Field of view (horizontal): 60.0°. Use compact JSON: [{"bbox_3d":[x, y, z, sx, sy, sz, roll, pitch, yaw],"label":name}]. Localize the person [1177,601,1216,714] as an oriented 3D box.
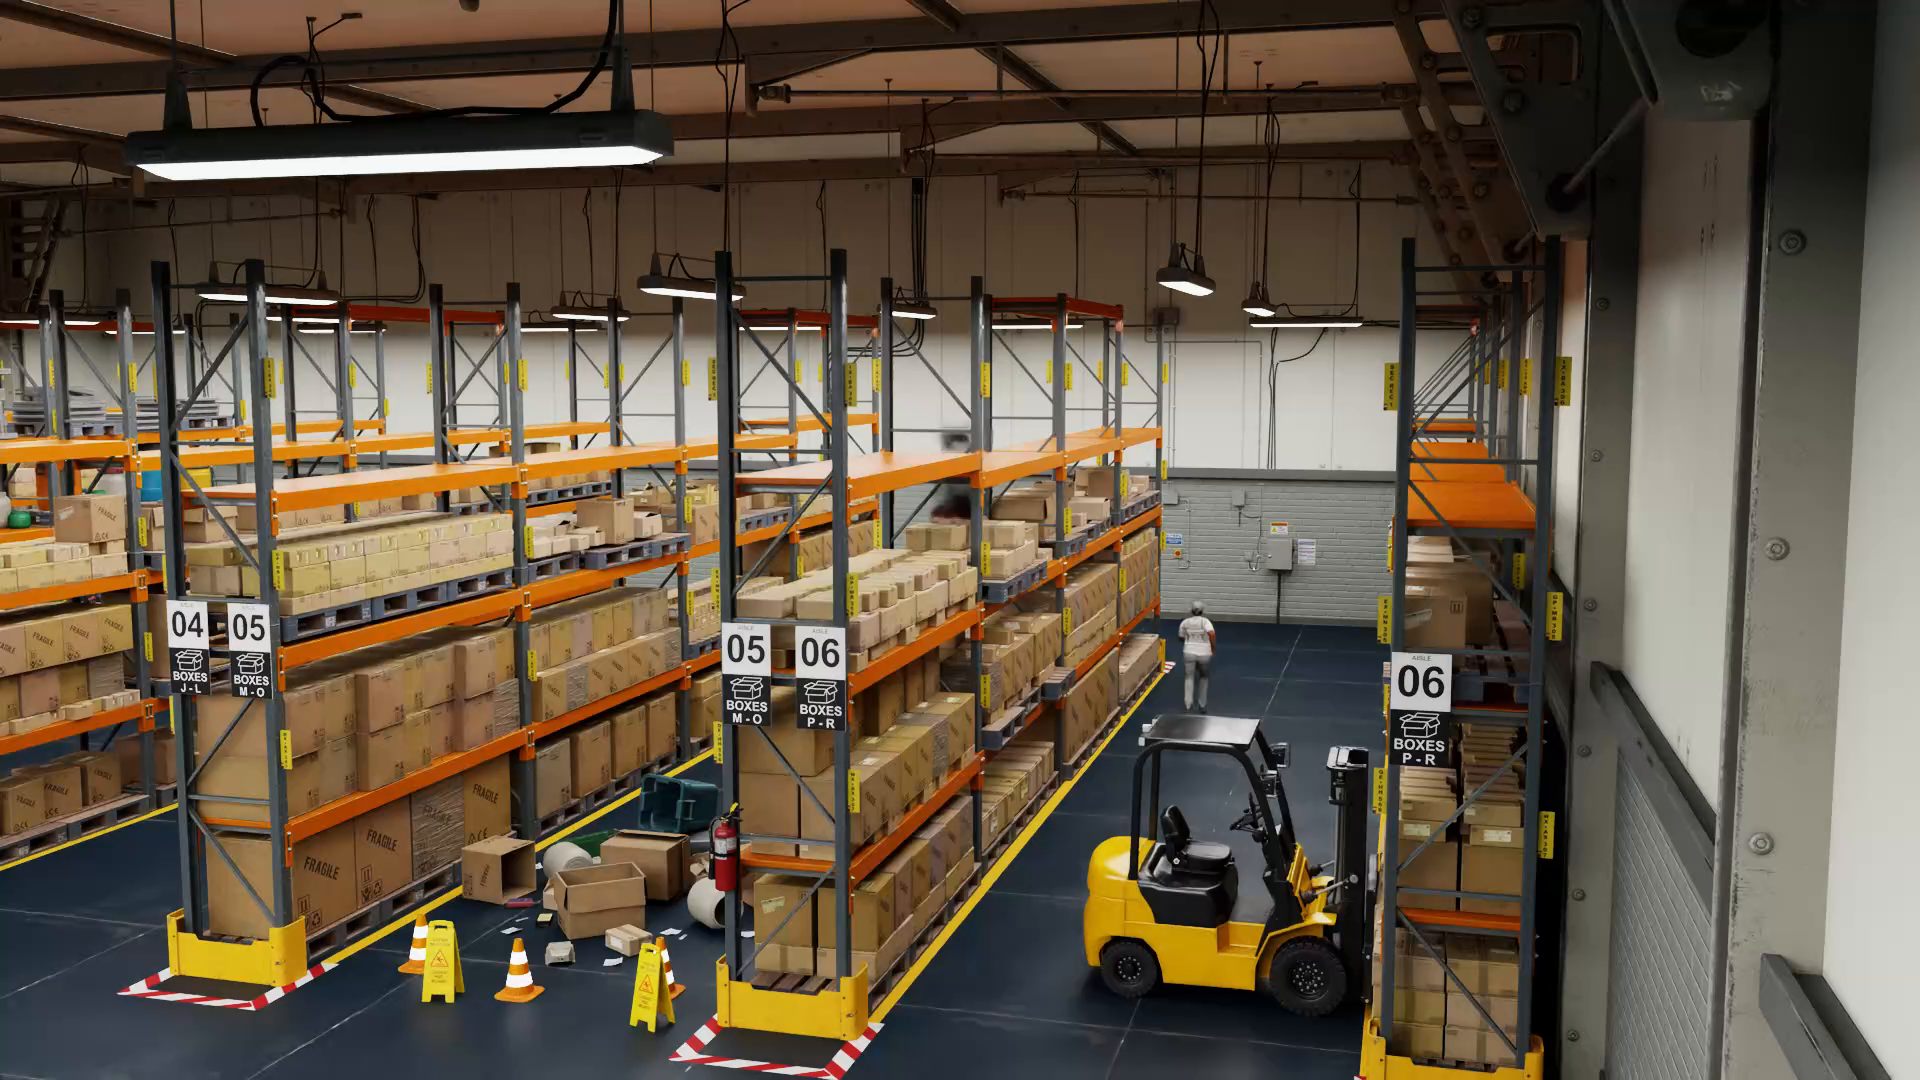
[{"bbox_3d":[3.462,1.755,24.369,0.580,1.711,0.855,1,6,12],"label":"person"}]
